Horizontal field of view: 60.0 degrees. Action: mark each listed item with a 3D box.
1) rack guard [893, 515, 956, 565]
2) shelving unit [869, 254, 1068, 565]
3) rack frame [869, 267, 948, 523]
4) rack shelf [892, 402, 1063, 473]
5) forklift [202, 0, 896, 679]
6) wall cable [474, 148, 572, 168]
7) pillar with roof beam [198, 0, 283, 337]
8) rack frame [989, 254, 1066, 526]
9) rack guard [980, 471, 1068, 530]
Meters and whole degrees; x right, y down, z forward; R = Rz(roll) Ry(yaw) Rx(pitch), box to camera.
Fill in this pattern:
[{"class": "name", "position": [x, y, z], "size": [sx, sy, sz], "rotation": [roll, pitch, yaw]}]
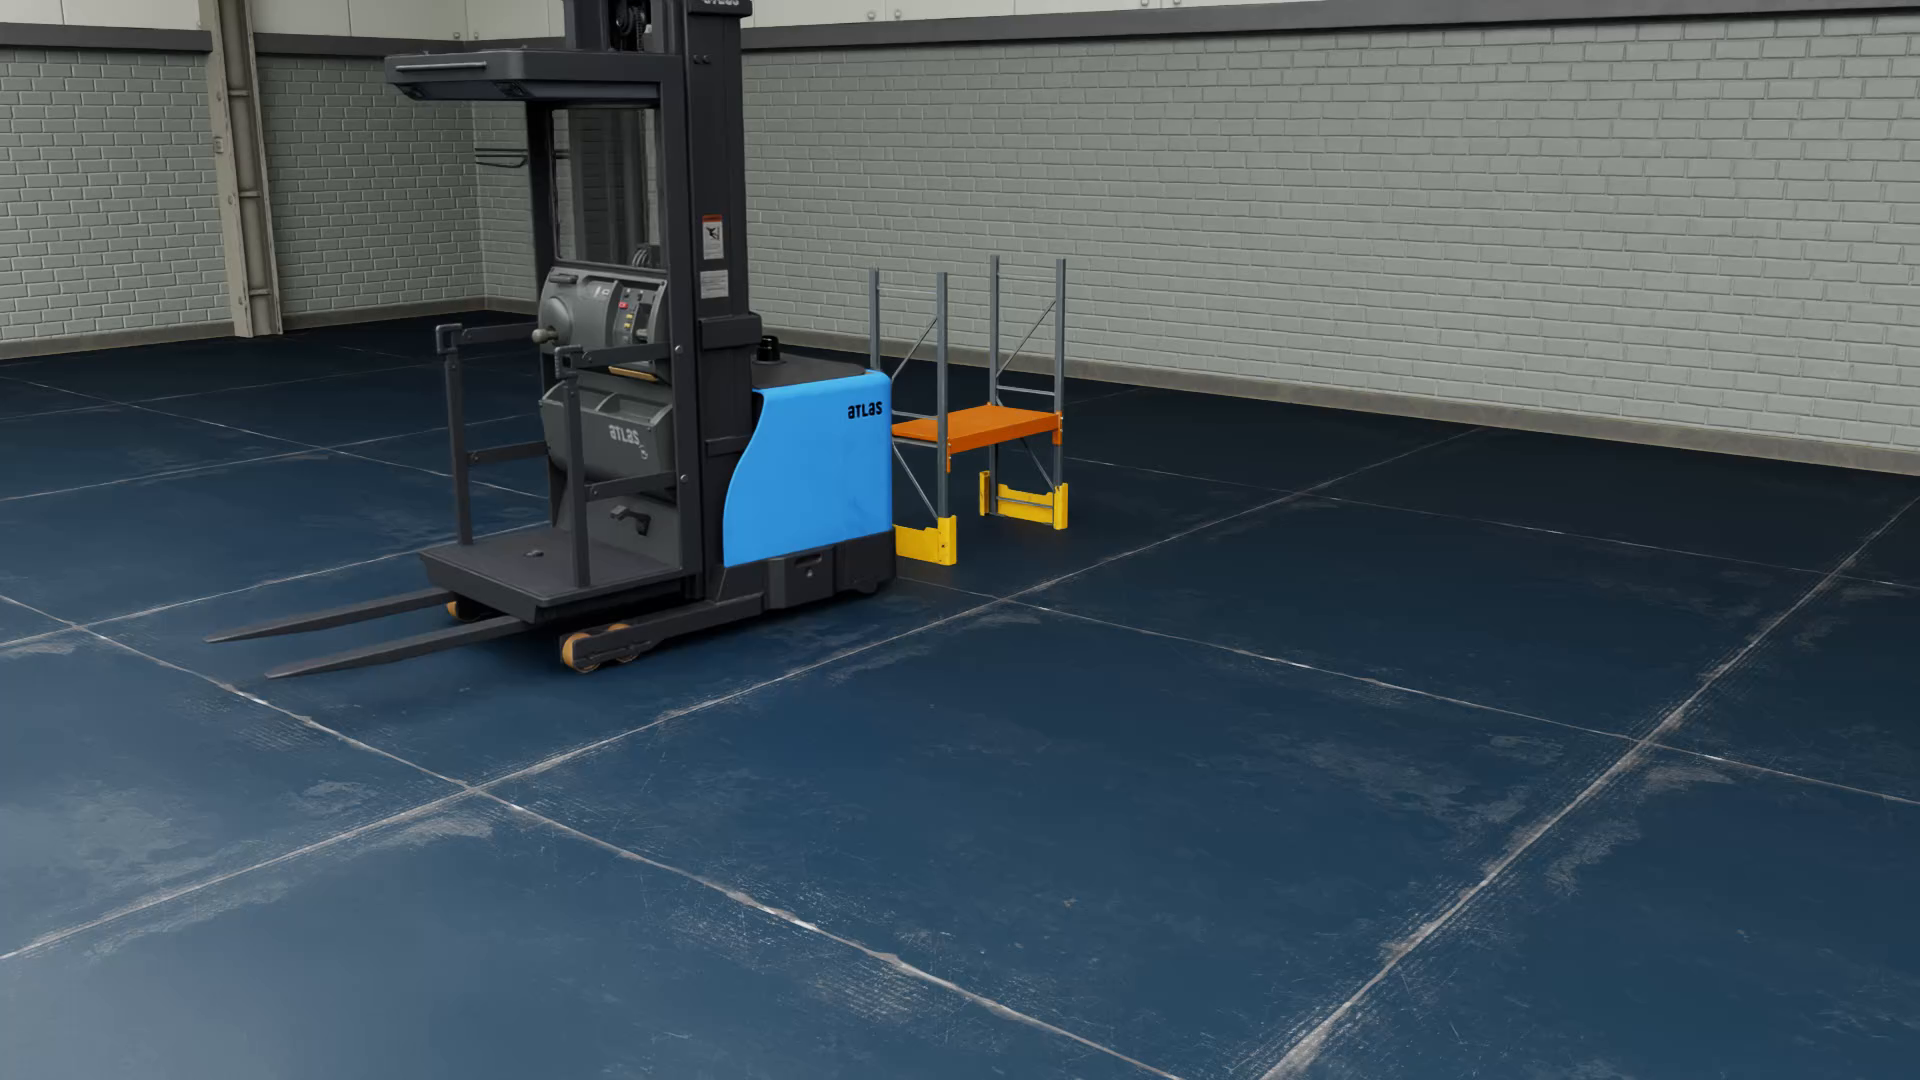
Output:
[{"class": "rack guard", "position": [-0.265, -0.040, 8.774], "size": [0.587, 0.250, 0.087], "rotation": [11, 18, 38]}, {"class": "shelving unit", "position": [0.048, -0.742, 8.996], "size": [0.587, 1.500, 1.083], "rotation": [11, 18, 38]}, {"class": "rack frame", "position": [-0.266, -0.646, 8.619], "size": [0.500, 1.500, 0.032], "rotation": [11, 18, 38]}, {"class": "rack shelf", "position": [0.054, -0.569, 9.047], "size": [0.538, 0.185, 1.000], "rotation": [11, 18, 38]}, {"class": "forklift", "position": [-1.720, -1.010, 7.144], "size": [3.031, 2.935, 1.130], "rotation": [-13, 19, -42]}, {"class": "wall cable", "position": [-4.611, -5.411, 18.454], "size": [3.097, 2.526, 0.112], "rotation": [11, 18, 38]}, {"class": "pillar with roof beam", "position": [-4.143, -5.890, 14.034], "size": [9.100, 9.000, 0.400], "rotation": [11, 18, 38]}, {"class": "rack frame", "position": [0.373, -0.841, 9.386], "size": [0.500, 1.500, 0.032], "rotation": [11, 18, 38]}, {"class": "rack guard", "position": [0.361, -0.231, 9.525], "size": [0.587, 0.250, 0.087], "rotation": [11, 18, 38]}]
